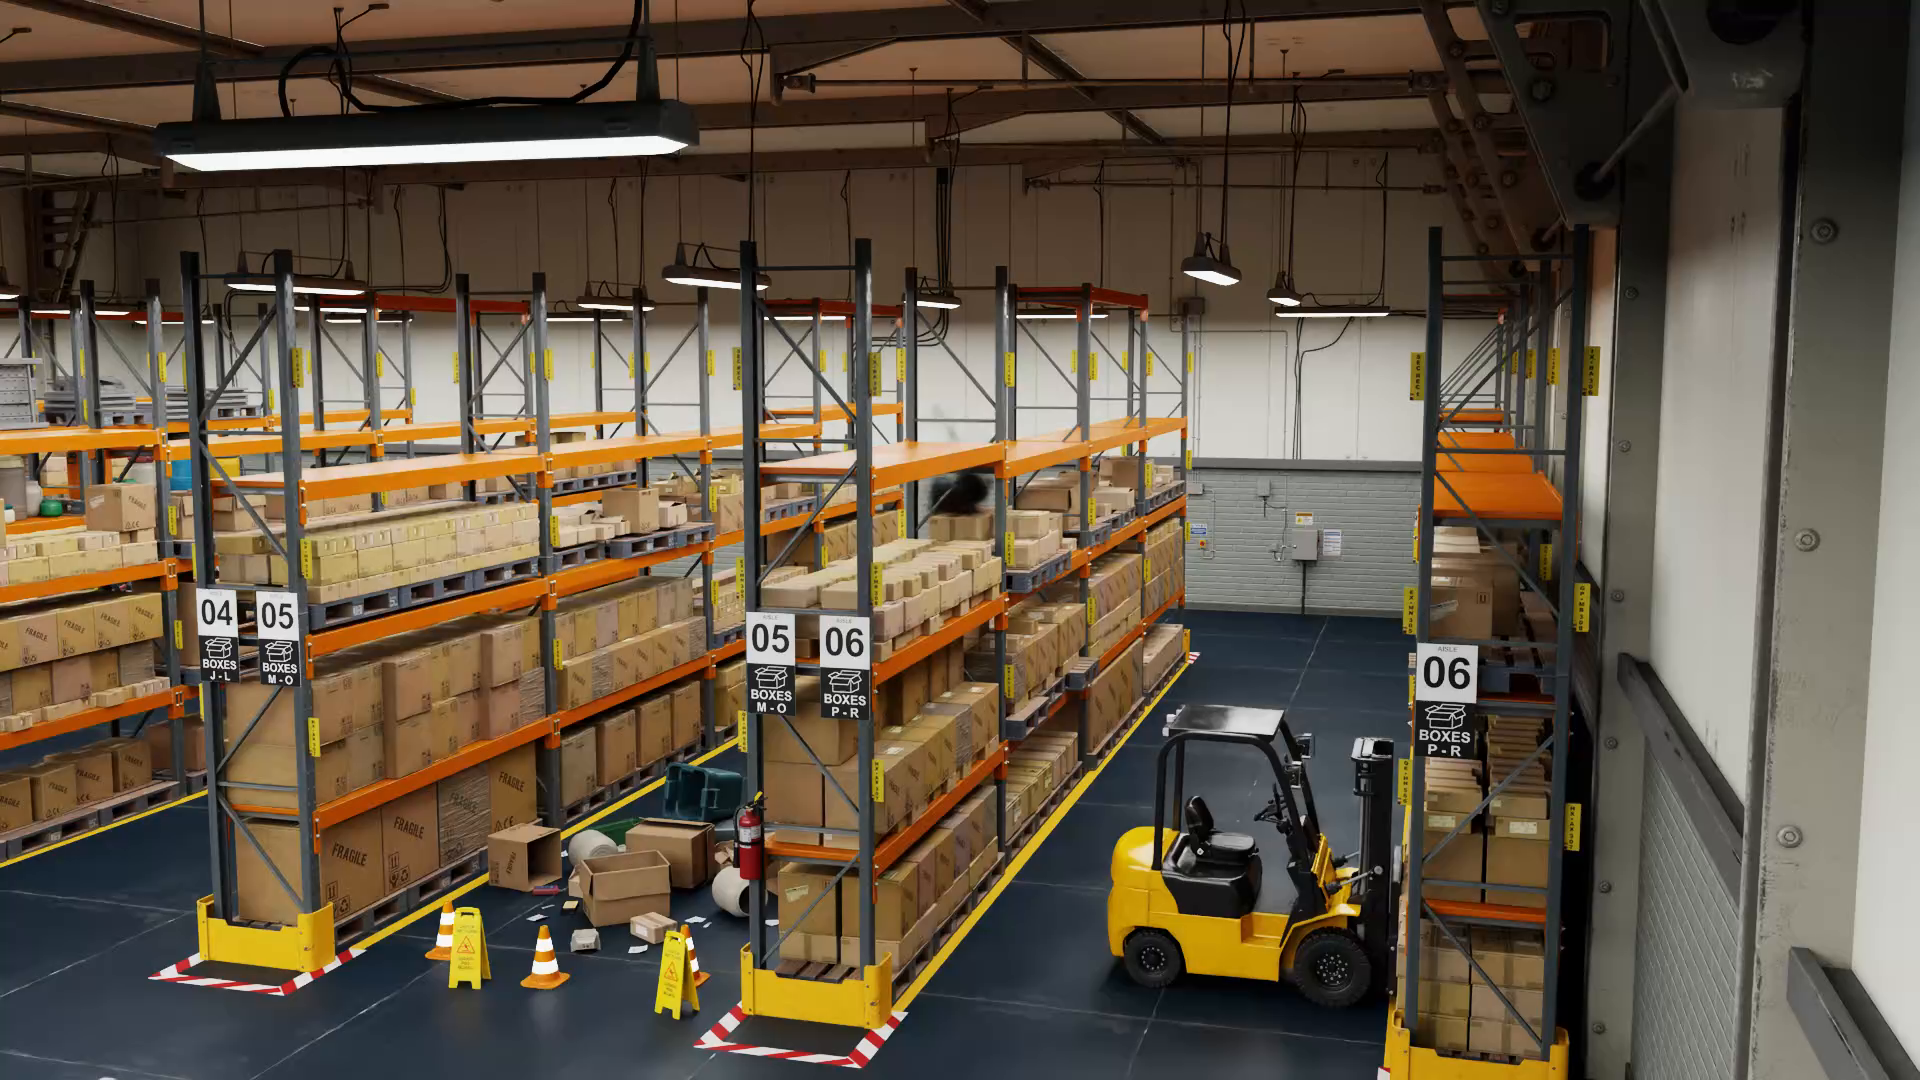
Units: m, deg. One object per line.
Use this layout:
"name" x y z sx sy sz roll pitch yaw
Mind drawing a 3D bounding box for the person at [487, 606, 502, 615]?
"person" -6.472 1.715 23.177 0.672 1.700 0.947 1 7 11
